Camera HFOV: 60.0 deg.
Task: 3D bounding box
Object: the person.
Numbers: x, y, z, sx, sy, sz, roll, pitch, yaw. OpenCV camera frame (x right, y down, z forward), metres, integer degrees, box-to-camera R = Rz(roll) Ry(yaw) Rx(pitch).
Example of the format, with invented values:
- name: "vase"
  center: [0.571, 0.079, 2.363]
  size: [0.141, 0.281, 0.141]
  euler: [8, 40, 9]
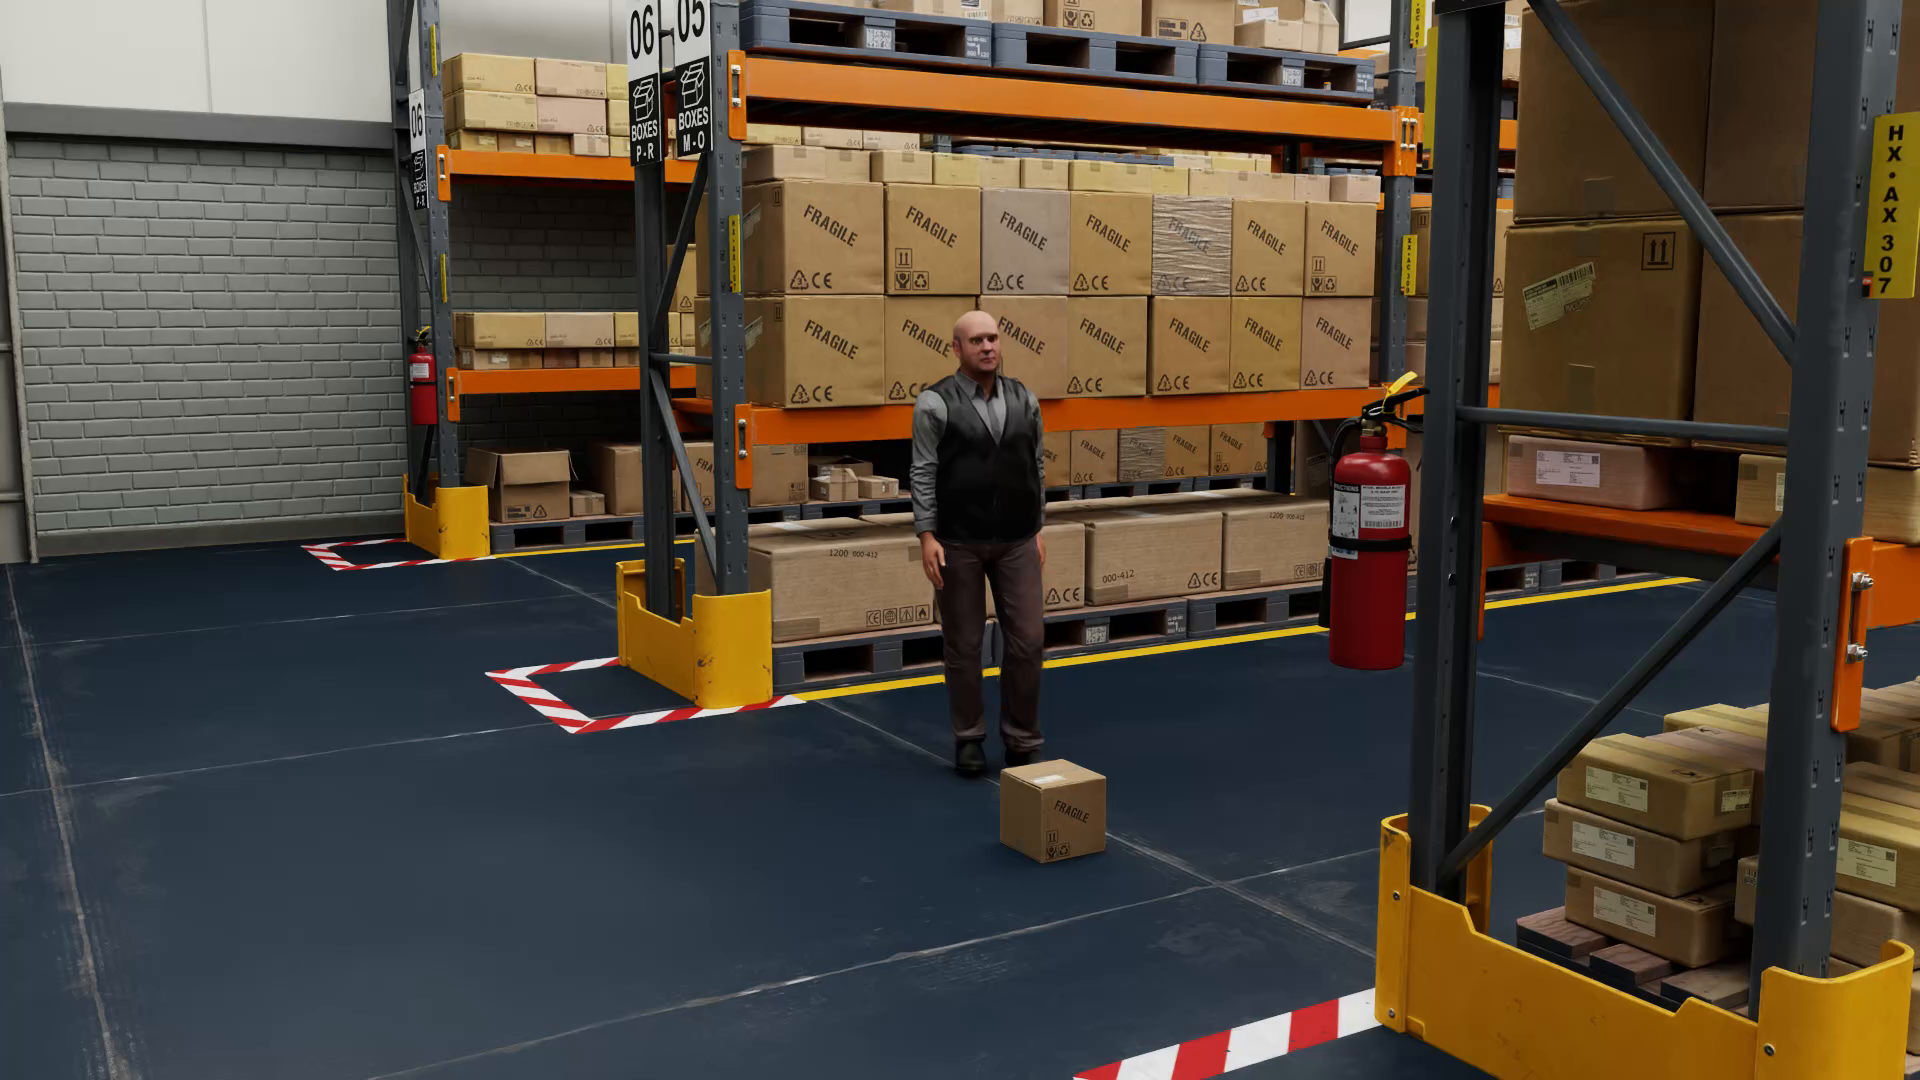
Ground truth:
- name: "person"
  center: [0.083, 0.050, 6.185]
  size: [0.558, 1.787, 0.416]
  euler: [-2, 8, -16]
